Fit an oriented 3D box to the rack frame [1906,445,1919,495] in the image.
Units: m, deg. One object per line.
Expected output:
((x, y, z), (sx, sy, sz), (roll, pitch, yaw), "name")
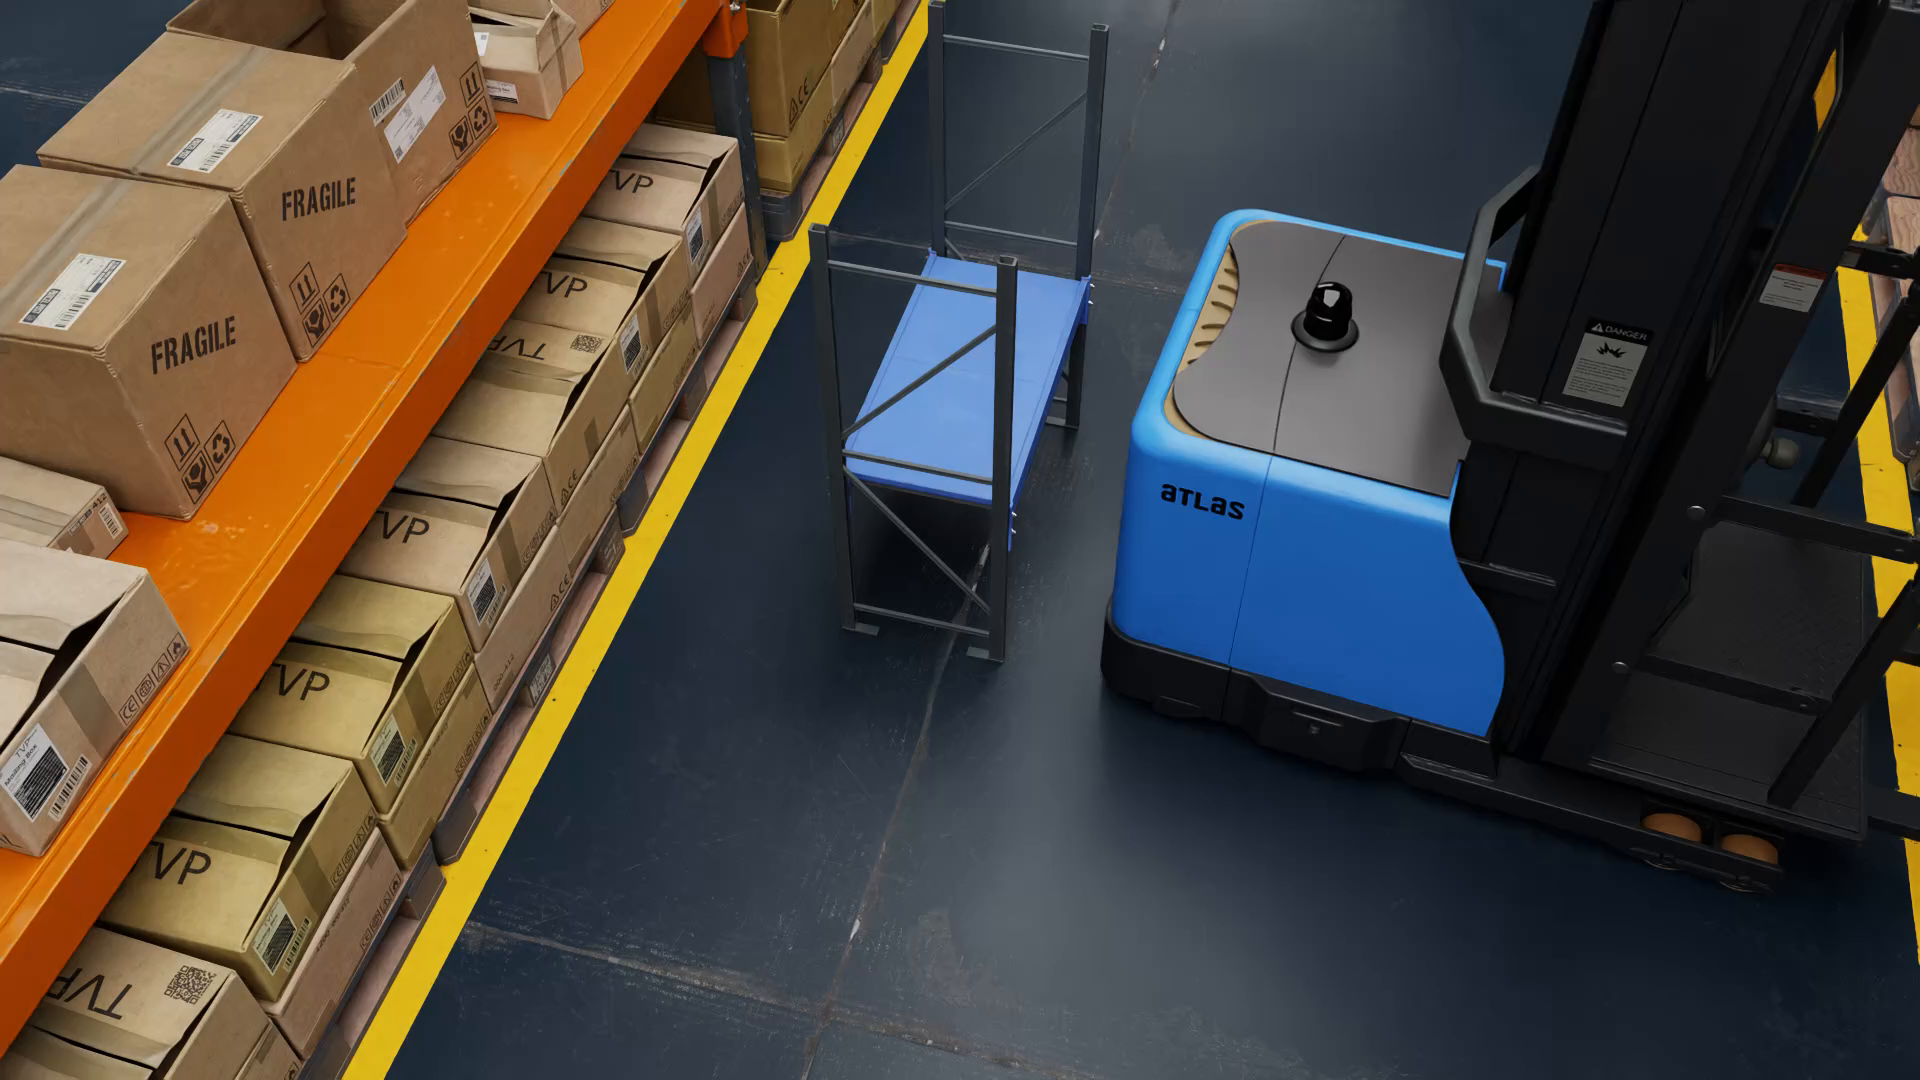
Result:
((3.574, -1.092, 4.213), (1.000, 3.000, 0.127), (12, 50, 10), "rack frame")

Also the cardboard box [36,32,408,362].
((-1.694, -0.804, 3.892), (0.500, 0.500, 0.500), (12, 50, 10), "cardboard box")

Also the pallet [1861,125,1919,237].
((4.036, -1.547, 6.475), (1.003, 0.211, 1.213), (12, 50, 10), "pallet")

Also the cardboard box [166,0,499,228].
((-1.562, -1.166, 4.212), (0.500, 0.500, 0.500), (15, 50, 13), "cardboard box")

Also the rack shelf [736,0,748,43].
((-0.680, -3.275, 6.620), (1.077, 0.370, 4.000), (12, 50, 10), "rack shelf")

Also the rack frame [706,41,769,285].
((-1.206, -2.067, 5.073), (1.000, 3.000, 0.127), (12, 50, 10), "rack frame")

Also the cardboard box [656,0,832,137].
((-0.782, -1.817, 5.907), (0.500, 0.500, 0.500), (12, 50, 10), "cardboard box")

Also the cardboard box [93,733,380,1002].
((-1.707, 0.710, 3.803), (0.500, 0.311, 0.500), (10, 49, 9), "cardboard box")

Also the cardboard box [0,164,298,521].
((-1.833, -0.423, 3.556), (0.500, 0.500, 0.500), (9, 49, 8), "cardboard box")

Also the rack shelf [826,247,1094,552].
((0.022, -0.439, 4.877), (0.538, 0.185, 1.000), (12, 50, 10), "rack shelf")

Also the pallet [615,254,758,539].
((-1.362, -0.603, 5.642), (1.003, 0.211, 1.213), (12, 50, 10), "pallet")

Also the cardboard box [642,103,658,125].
((-1.295, -1.674, 6.281), (0.500, 0.250, 0.500), (12, 50, 10), "cardboard box")

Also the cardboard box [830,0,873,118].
((-0.655, -1.932, 6.508), (0.500, 0.250, 0.500), (12, 50, 10), "cardboard box")

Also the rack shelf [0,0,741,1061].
((-1.732, -0.382, 4.066), (1.077, 0.370, 4.000), (12, 50, 10), "rack shelf")

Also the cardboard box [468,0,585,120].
((-1.260, -1.350, 4.530), (0.396, 0.266, 0.258), (10, 49, 9), "cardboard box")

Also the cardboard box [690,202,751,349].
((-1.035, -0.939, 5.632), (0.500, 0.250, 0.500), (11, 50, 10), "cardboard box")

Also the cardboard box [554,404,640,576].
((-1.305, -0.203, 4.982), (0.500, 0.250, 0.500), (13, 50, 11), "cardboard box")

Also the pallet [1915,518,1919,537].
((3.371, 0.394, 4.761), (1.003, 0.211, 1.213), (12, 50, 10), "pallet")

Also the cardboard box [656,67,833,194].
((-0.791, -1.571, 6.190), (0.500, 0.250, 0.500), (12, 50, 10), "cardboard box")

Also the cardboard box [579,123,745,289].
((-1.036, -1.132, 5.428), (0.500, 0.311, 0.500), (12, 50, 10), "cardboard box")

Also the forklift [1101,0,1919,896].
((1.981, -0.488, 3.726), (3.031, 2.935, 1.130), (15, 50, 13), "forklift")

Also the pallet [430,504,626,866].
((-1.681, 0.282, 4.860), (1.003, 0.211, 1.213), (12, 50, 10), "pallet")

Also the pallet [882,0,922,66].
((-0.637, -2.596, 7.400), (1.003, 0.211, 1.213), (12, 50, 10), "pallet")

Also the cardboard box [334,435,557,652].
((-1.436, -0.031, 4.456), (0.500, 0.311, 0.500), (11, 49, 10), "cardboard box")

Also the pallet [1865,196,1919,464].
((3.717, -0.662, 5.693), (1.003, 0.211, 1.213), (12, 50, 10), "pallet")

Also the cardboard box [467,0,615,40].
((-1.293, -1.652, 4.808), (0.500, 0.250, 0.500), (14, 50, 12), "cardboard box")

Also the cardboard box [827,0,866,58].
((-0.658, -2.181, 6.228), (0.500, 0.500, 0.500), (12, 50, 10), "cardboard box")

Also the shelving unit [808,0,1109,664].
((0.022, -0.558, 4.742), (0.538, 1.500, 1.048), (12, 50, 10), "shelving unit")

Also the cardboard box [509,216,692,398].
((-1.167, -0.754, 5.095), (0.500, 0.311, 0.500), (13, 50, 11), "cardboard box")

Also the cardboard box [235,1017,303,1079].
((-1.838, 1.277, 3.676), (0.500, 0.250, 0.500), (11, 50, 10), "cardboard box")

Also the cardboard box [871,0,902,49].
((-0.518, -2.293, 6.827), (0.500, 0.250, 0.500), (12, 50, 10), "cardboard box")

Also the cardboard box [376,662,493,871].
((-1.575, 0.536, 4.330), (0.500, 0.250, 0.500), (10, 49, 9), "cardboard box")

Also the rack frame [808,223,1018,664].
((-0.111, -0.190, 4.418), (0.500, 1.500, 0.032), (12, 50, 10), "rack frame")

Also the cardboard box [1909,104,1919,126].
((3.967, -1.888, 6.289), (0.700, 0.500, 0.500), (9, 49, 8), "cardboard box")

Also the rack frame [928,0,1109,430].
((0.156, -0.926, 5.067), (0.500, 1.500, 0.032), (12, 50, 10), "rack frame")

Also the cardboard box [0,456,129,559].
((-1.977, -0.024, 3.438), (0.380, 0.149, 0.250), (15, 50, 13), "cardboard box")

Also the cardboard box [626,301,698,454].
((-1.170, -0.573, 5.309), (0.500, 0.250, 0.500), (11, 49, 9), "cardboard box")

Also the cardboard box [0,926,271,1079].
((-1.838, 1.091, 3.466), (0.500, 0.311, 0.500), (13, 50, 11), "cardboard box")

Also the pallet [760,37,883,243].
((-0.956, -1.711, 6.619), (1.003, 0.211, 1.213), (12, 50, 10), "pallet")

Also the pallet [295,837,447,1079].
((-2.004, 1.162, 4.084), (1.003, 0.211, 1.213), (12, 50, 10), "pallet")

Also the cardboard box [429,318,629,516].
((-1.300, -0.394, 4.777), (0.500, 0.311, 0.500), (11, 50, 10), "cardboard box")

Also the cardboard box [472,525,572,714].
((-1.440, 0.165, 4.658), (0.500, 0.250, 0.500), (12, 50, 11), "cardboard box")

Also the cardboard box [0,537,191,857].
((-1.836, 0.247, 3.090), (0.500, 0.311, 0.500), (11, 49, 10), "cardboard box")

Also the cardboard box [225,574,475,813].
((-1.571, 0.341, 4.128), (0.500, 0.311, 0.500), (10, 49, 9), "cardboard box")

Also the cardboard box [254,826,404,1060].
((-1.706, 0.913, 3.997), (0.500, 0.250, 0.500), (10, 49, 9), "cardboard box")
